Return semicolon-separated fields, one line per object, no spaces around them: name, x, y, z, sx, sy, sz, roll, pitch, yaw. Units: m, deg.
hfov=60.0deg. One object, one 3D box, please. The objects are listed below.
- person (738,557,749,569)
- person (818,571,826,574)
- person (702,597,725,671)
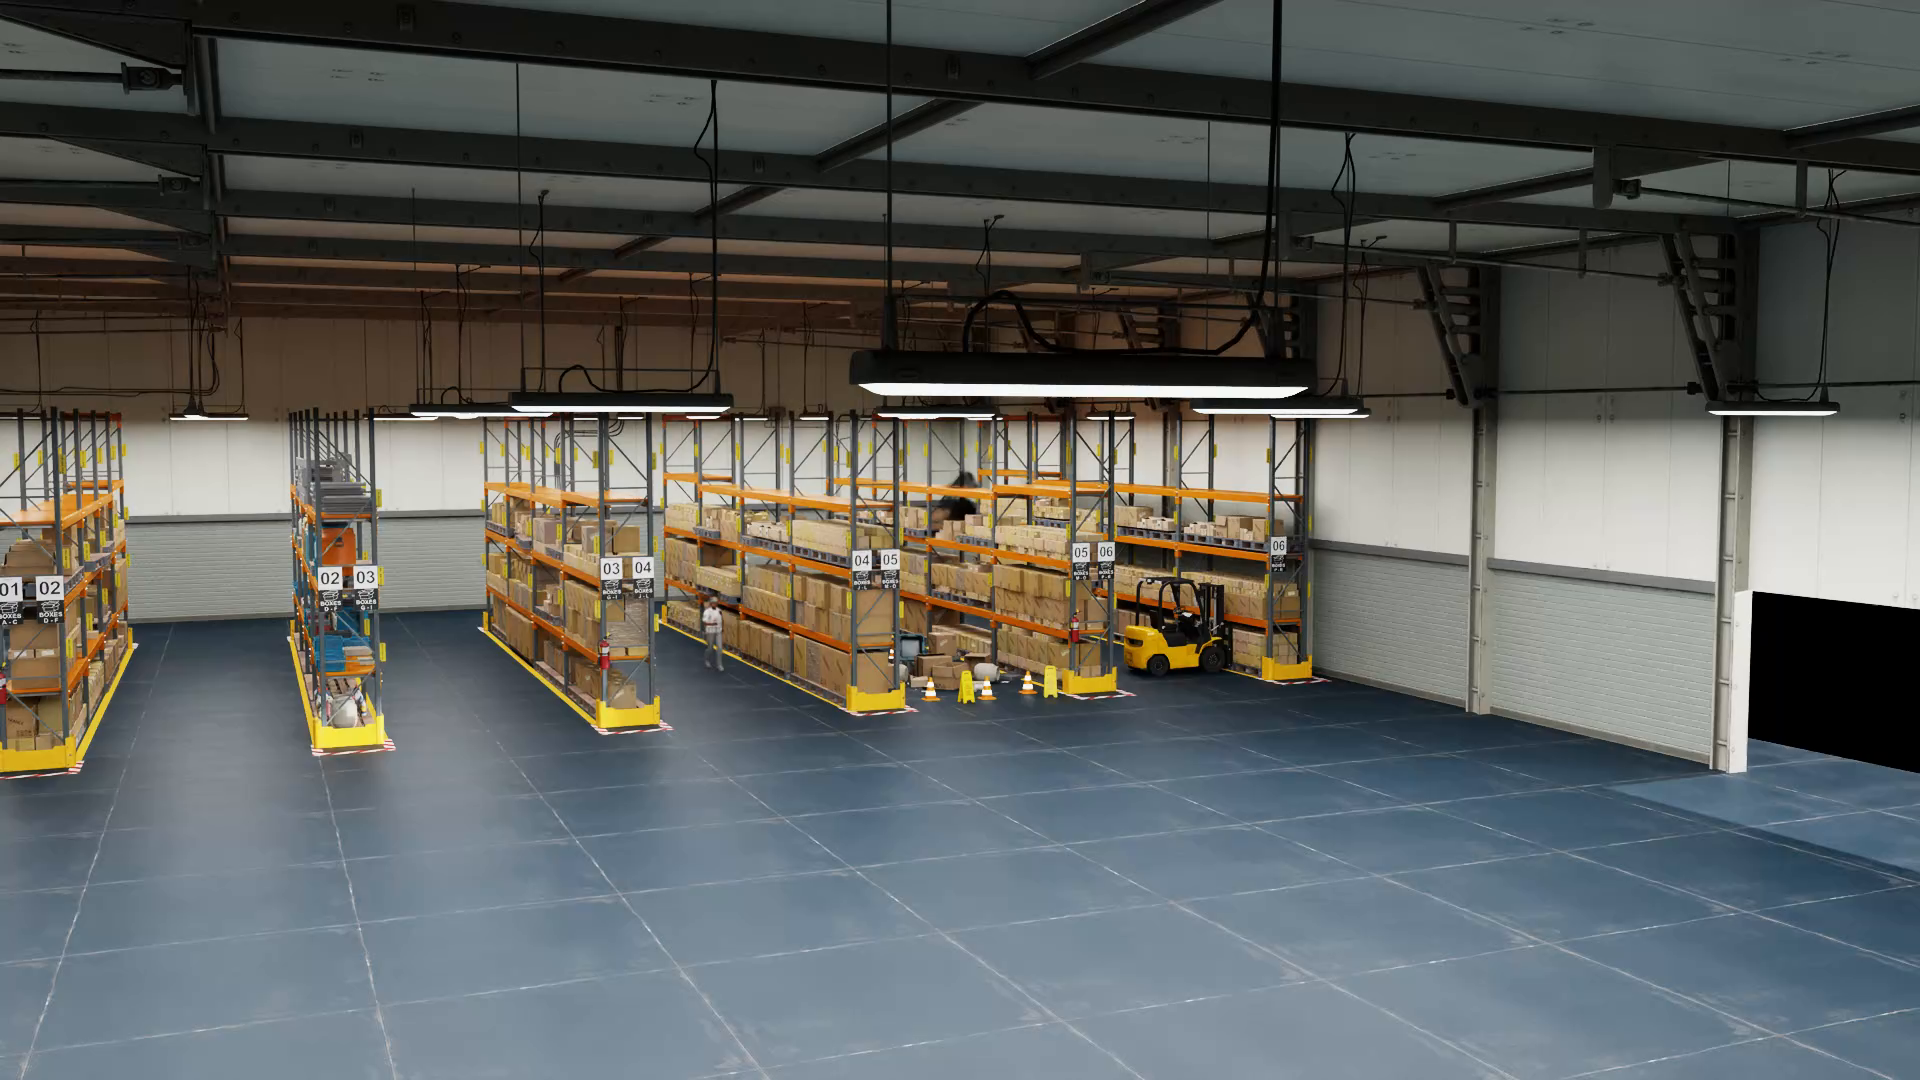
person;-6.582;1.346;49.841;0.677;1.770;0.620;-2;4;-25
person;-4.094;1.240;51.142;0.905;1.775;0.694;-1;4;-9
person;-5.694;2.160;38.500;0.578;1.686;0.870;-2;5;-30
